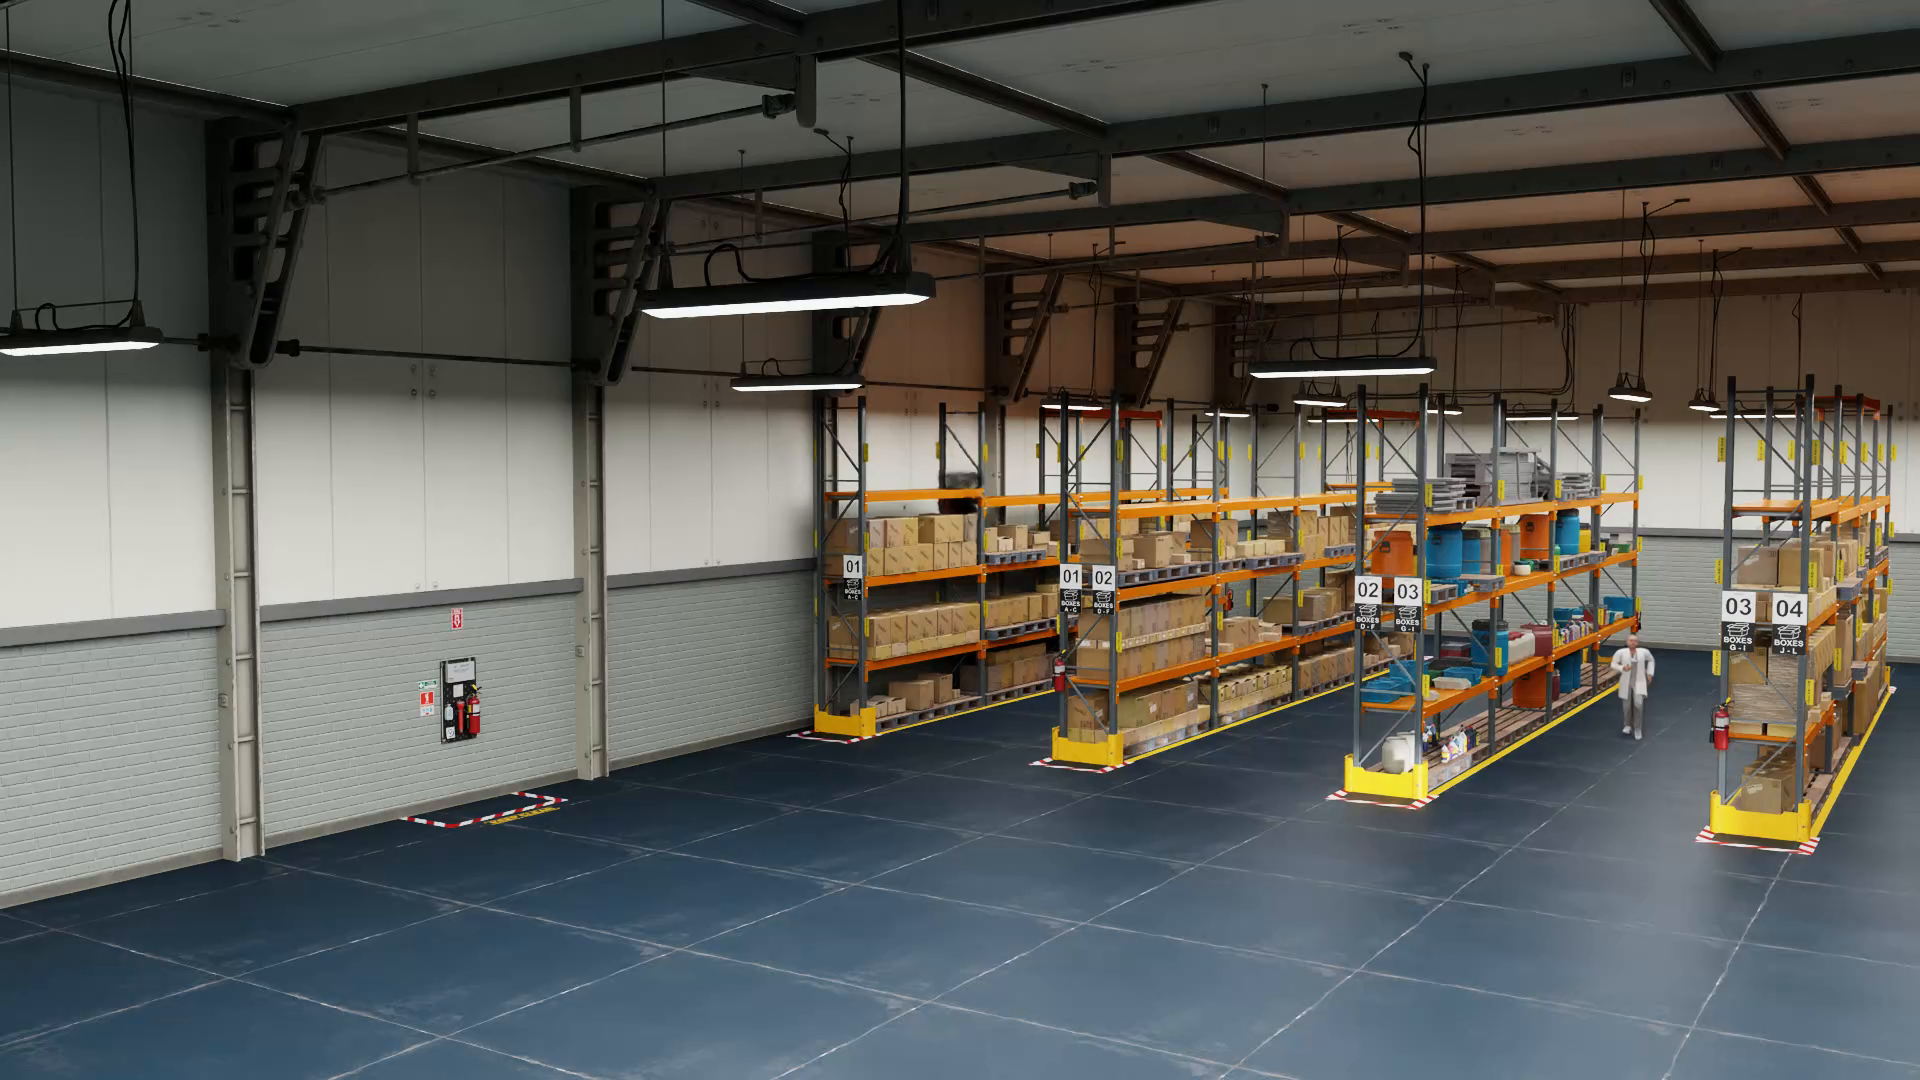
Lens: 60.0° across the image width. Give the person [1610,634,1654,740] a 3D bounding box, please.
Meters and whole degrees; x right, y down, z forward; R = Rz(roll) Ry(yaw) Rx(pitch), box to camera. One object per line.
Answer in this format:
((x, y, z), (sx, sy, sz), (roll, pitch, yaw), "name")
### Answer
((11.812, 2.585, 29.236), (0.709, 1.856, 0.840), (1, 3, 23), "person")
